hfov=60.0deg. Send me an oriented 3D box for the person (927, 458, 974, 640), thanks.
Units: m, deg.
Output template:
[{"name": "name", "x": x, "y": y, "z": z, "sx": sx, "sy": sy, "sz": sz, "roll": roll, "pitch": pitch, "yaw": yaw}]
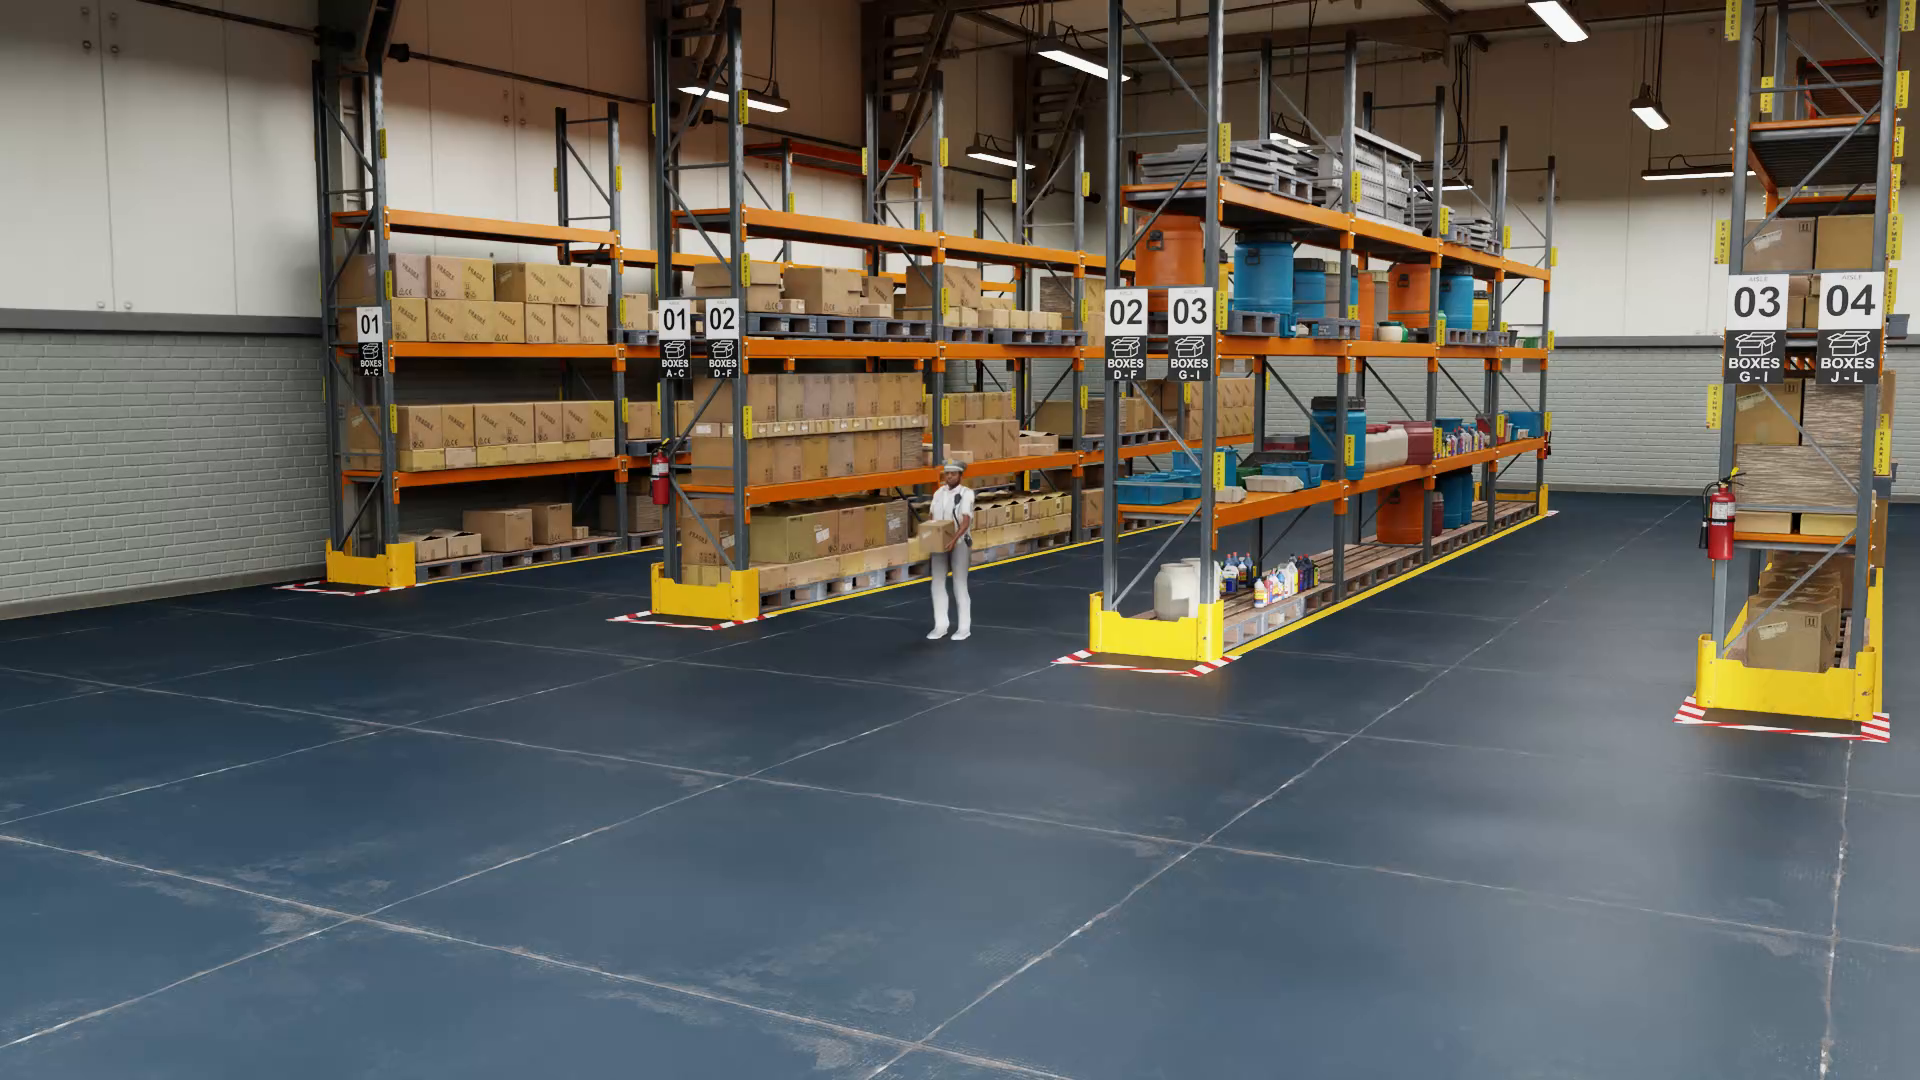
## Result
[{"name": "person", "x": -0.121, "y": 0.082, "z": 15.495, "sx": 0.442, "sy": 1.692, "sz": 0.517, "roll": 3, "pitch": 7, "yaw": 28}]
